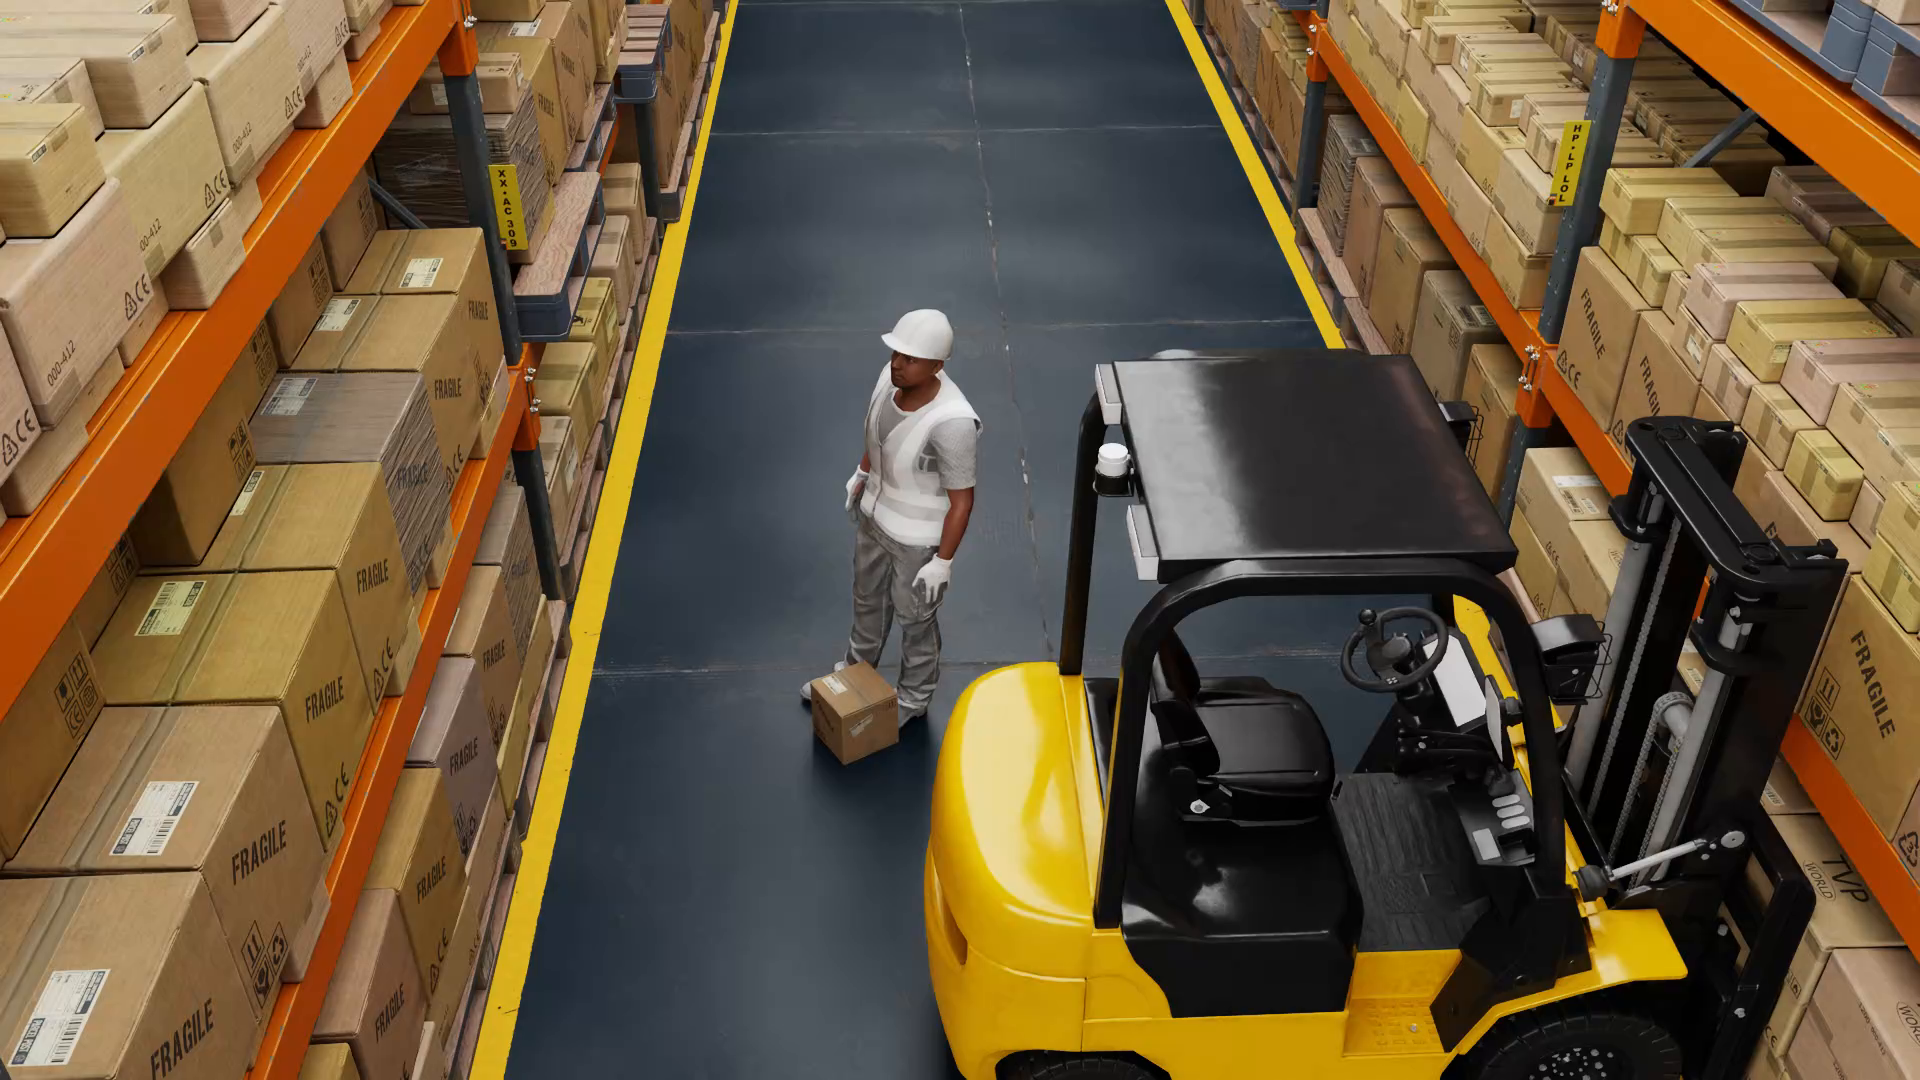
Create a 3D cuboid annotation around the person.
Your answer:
[{"bbox_3d":[-0.260,-0.038,6.166,0.577,1.782,0.656,-19,39,-25],"label":"person"}]
